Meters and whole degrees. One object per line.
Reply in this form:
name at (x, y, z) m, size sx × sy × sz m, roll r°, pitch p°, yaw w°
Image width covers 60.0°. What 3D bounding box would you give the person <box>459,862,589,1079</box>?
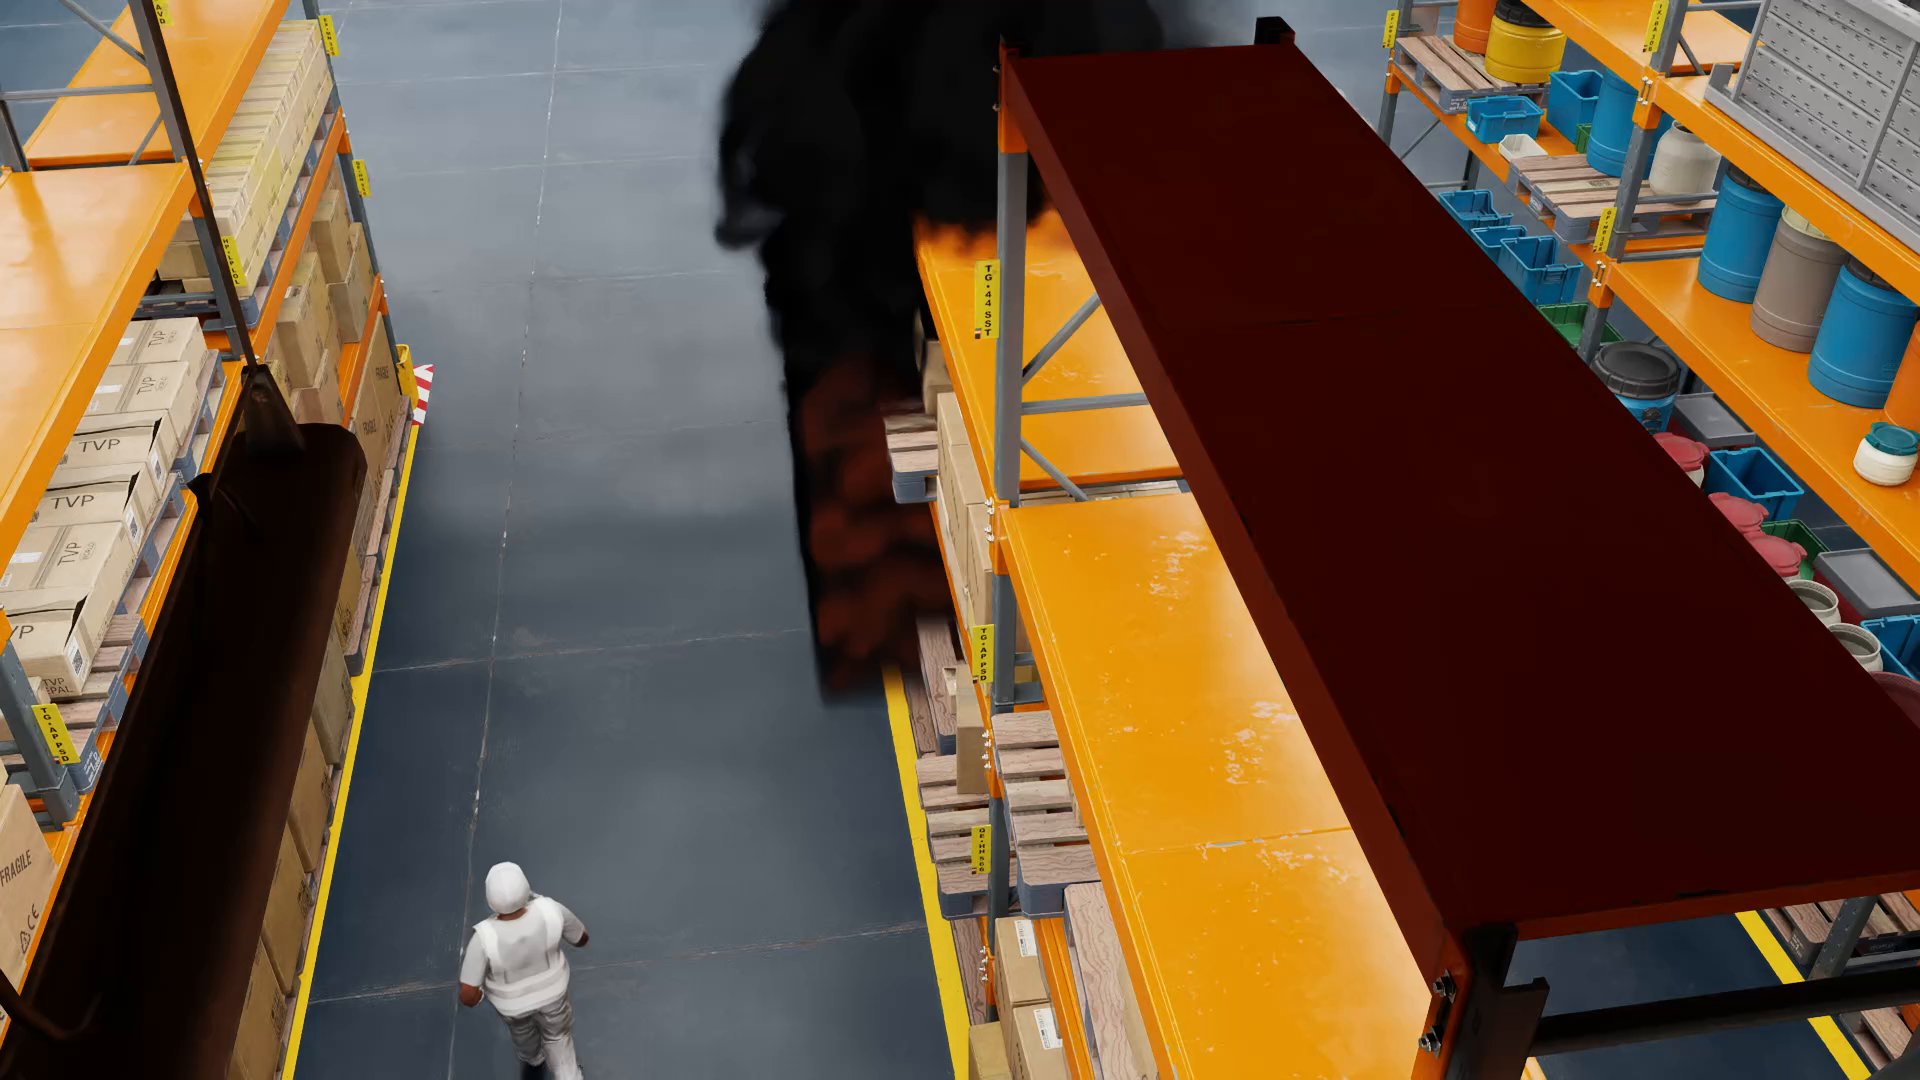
person at (-2.250, 2.354, 8.711) m, size 0.684 × 1.782 × 0.984 m, roll -14°, pitch 39°, yaw -19°
